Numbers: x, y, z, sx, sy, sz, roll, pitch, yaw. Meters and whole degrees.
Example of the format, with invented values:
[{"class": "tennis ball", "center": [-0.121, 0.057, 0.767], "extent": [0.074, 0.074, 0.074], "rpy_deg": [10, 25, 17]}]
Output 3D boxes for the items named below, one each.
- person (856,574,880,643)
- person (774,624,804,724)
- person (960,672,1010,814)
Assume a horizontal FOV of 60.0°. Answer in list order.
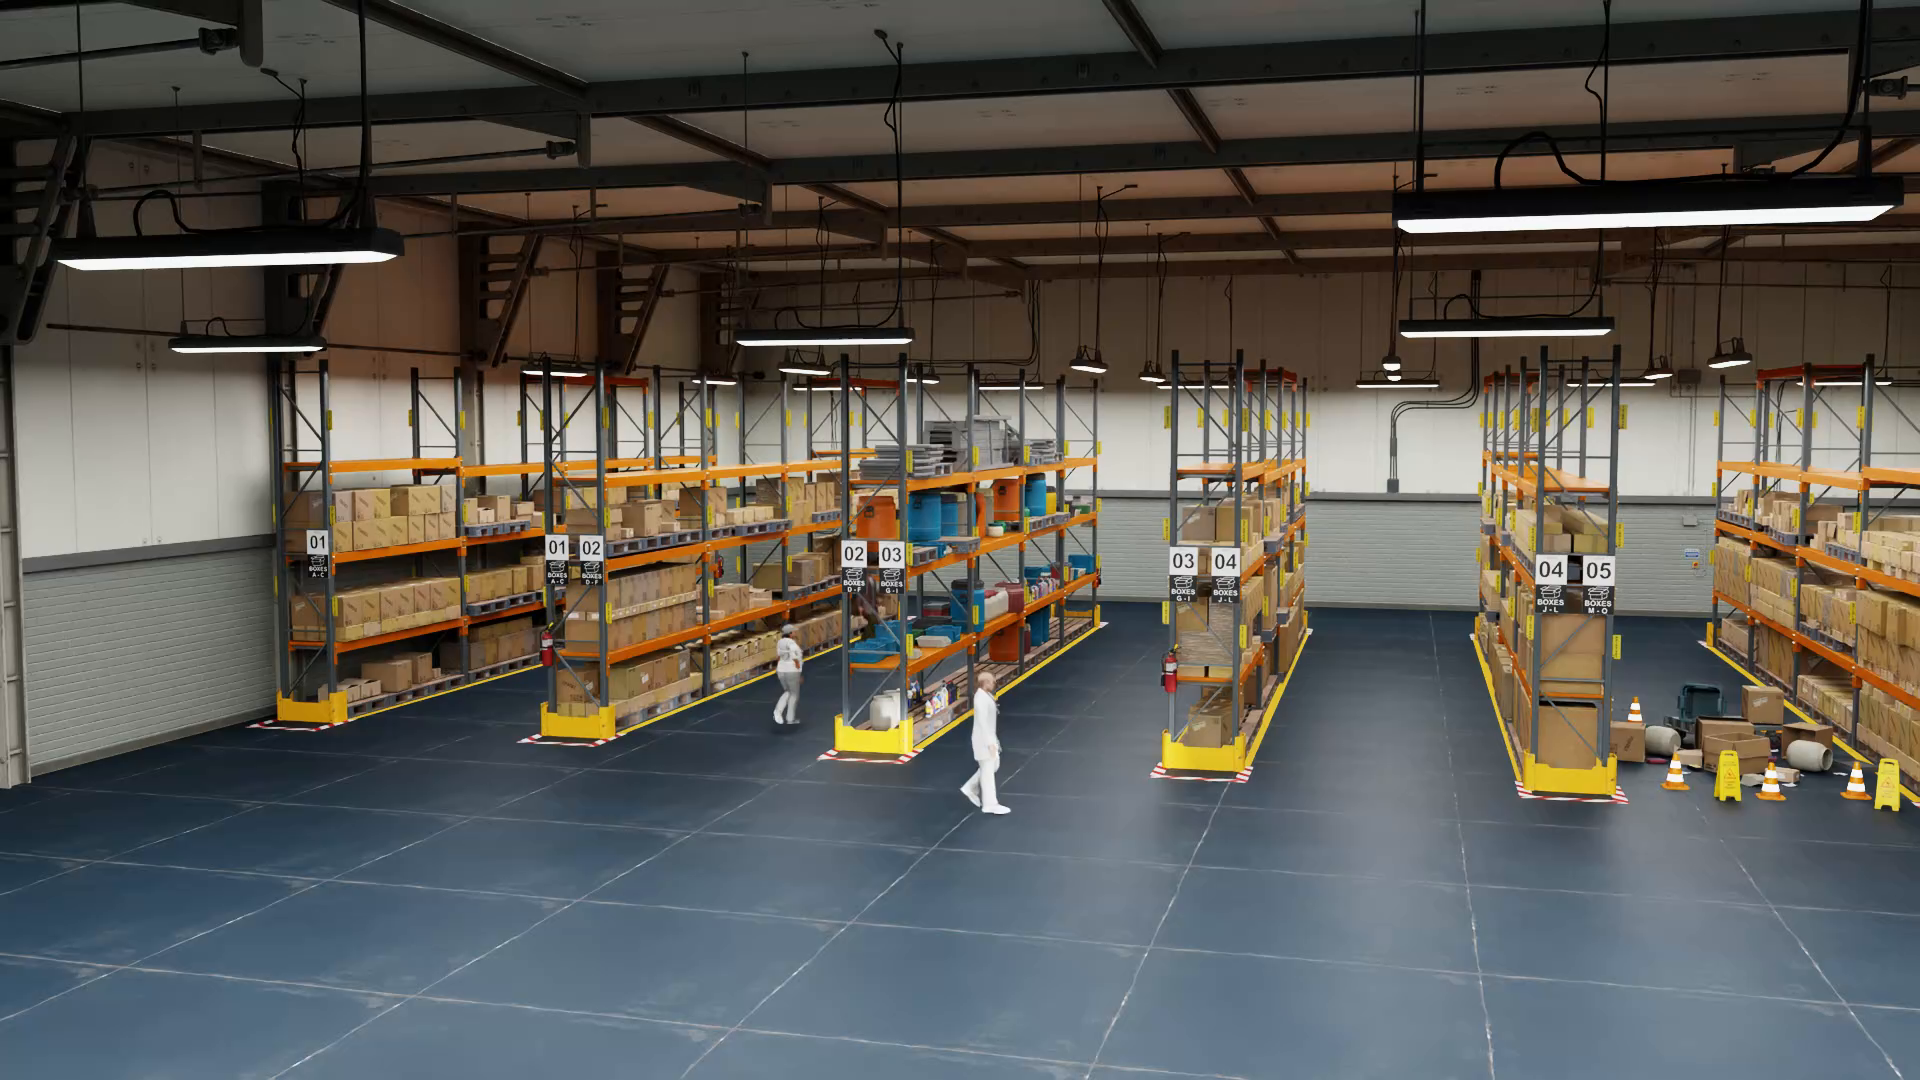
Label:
[{"class": "person", "center": [-1.837, 1.364, 34.661], "extent": [0.623, 1.735, 0.624], "rpy_deg": [2, 5, 25]}, {"class": "person", "center": [-2.804, 2.200, 27.285], "extent": [0.491, 1.655, 0.475], "rpy_deg": [4, 5, 41]}, {"class": "person", "center": [0.324, 2.576, 21.307], "extent": [0.648, 1.779, 0.693], "rpy_deg": [0, 4, 2]}]
